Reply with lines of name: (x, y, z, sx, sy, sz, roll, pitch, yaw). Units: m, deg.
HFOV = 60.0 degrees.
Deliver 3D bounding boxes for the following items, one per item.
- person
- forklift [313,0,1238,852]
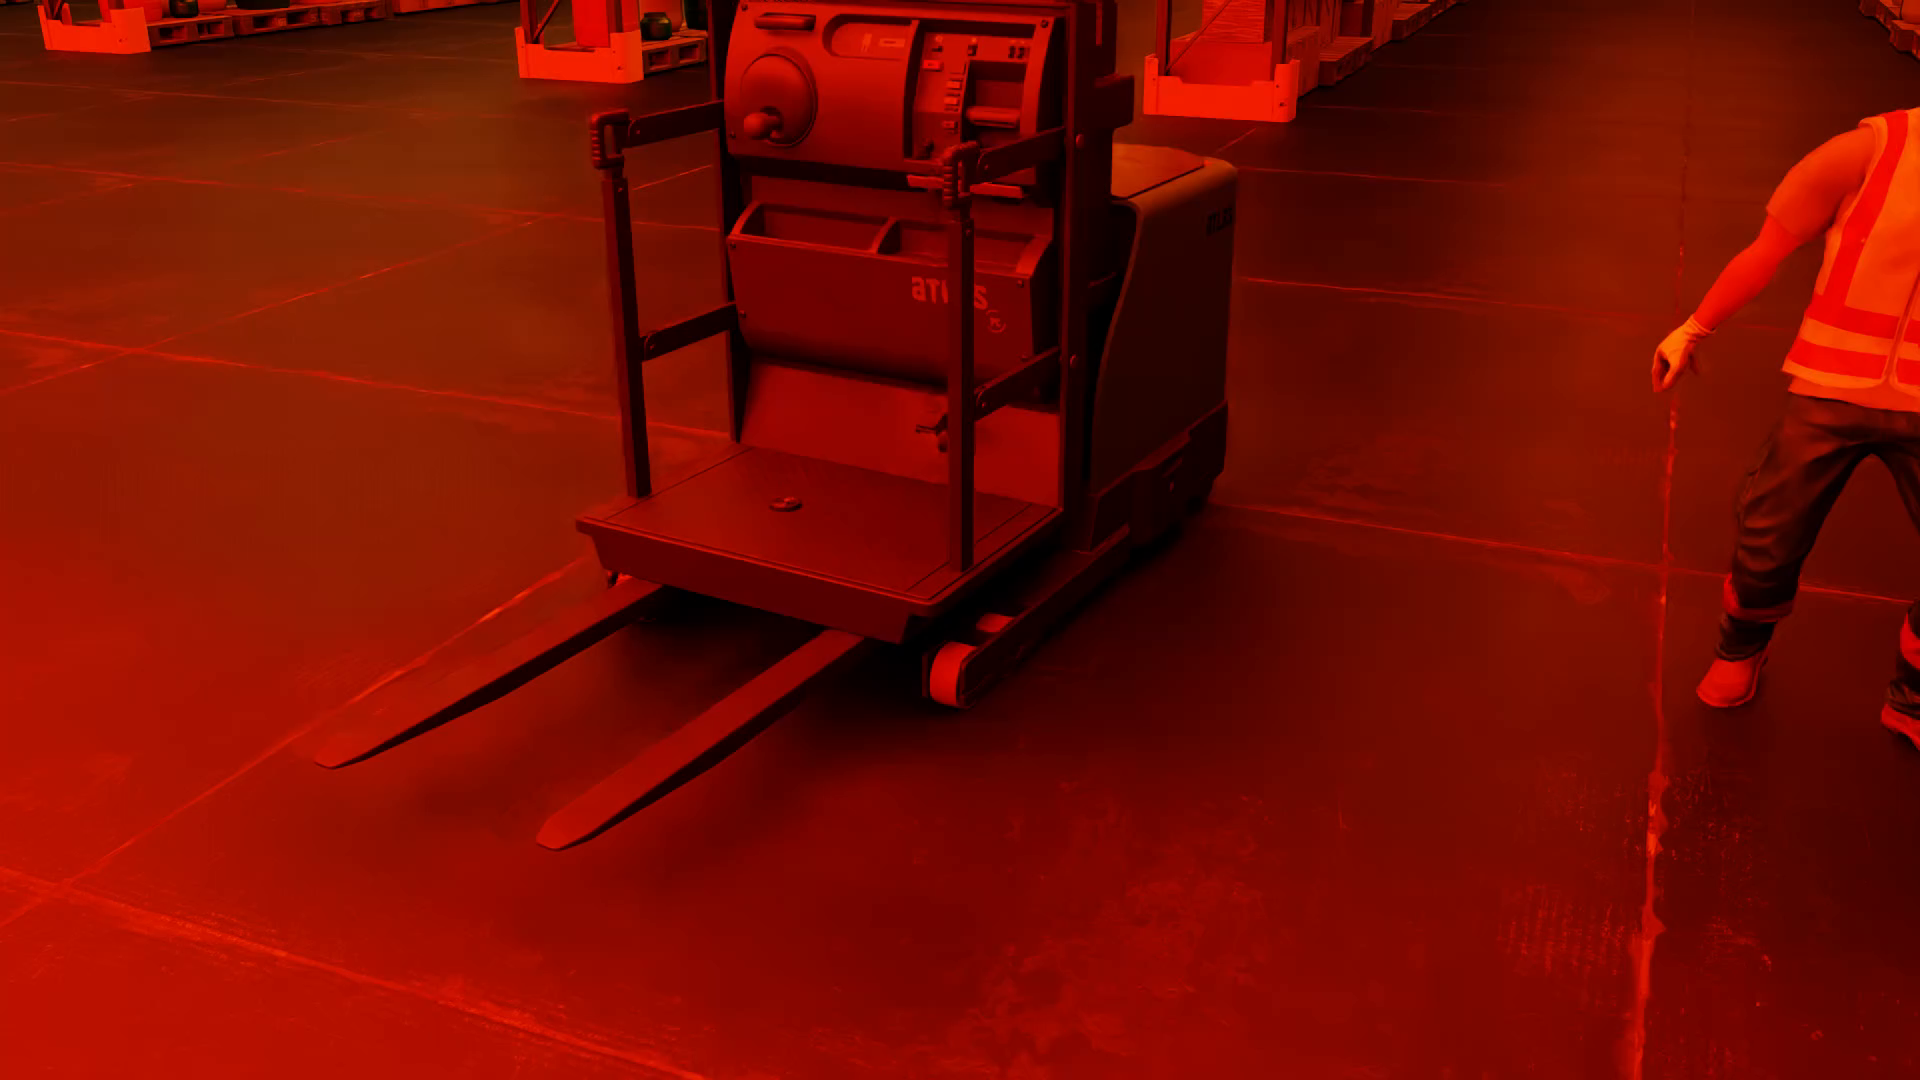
person: (2.030, -0.349, 3.743, 0.886, 1.721, 0.500, 11, 25, 25)
forklift: (-0.298, -1.136, 4.009, 1.130, 2.935, 3.031, 12, 26, 27)
